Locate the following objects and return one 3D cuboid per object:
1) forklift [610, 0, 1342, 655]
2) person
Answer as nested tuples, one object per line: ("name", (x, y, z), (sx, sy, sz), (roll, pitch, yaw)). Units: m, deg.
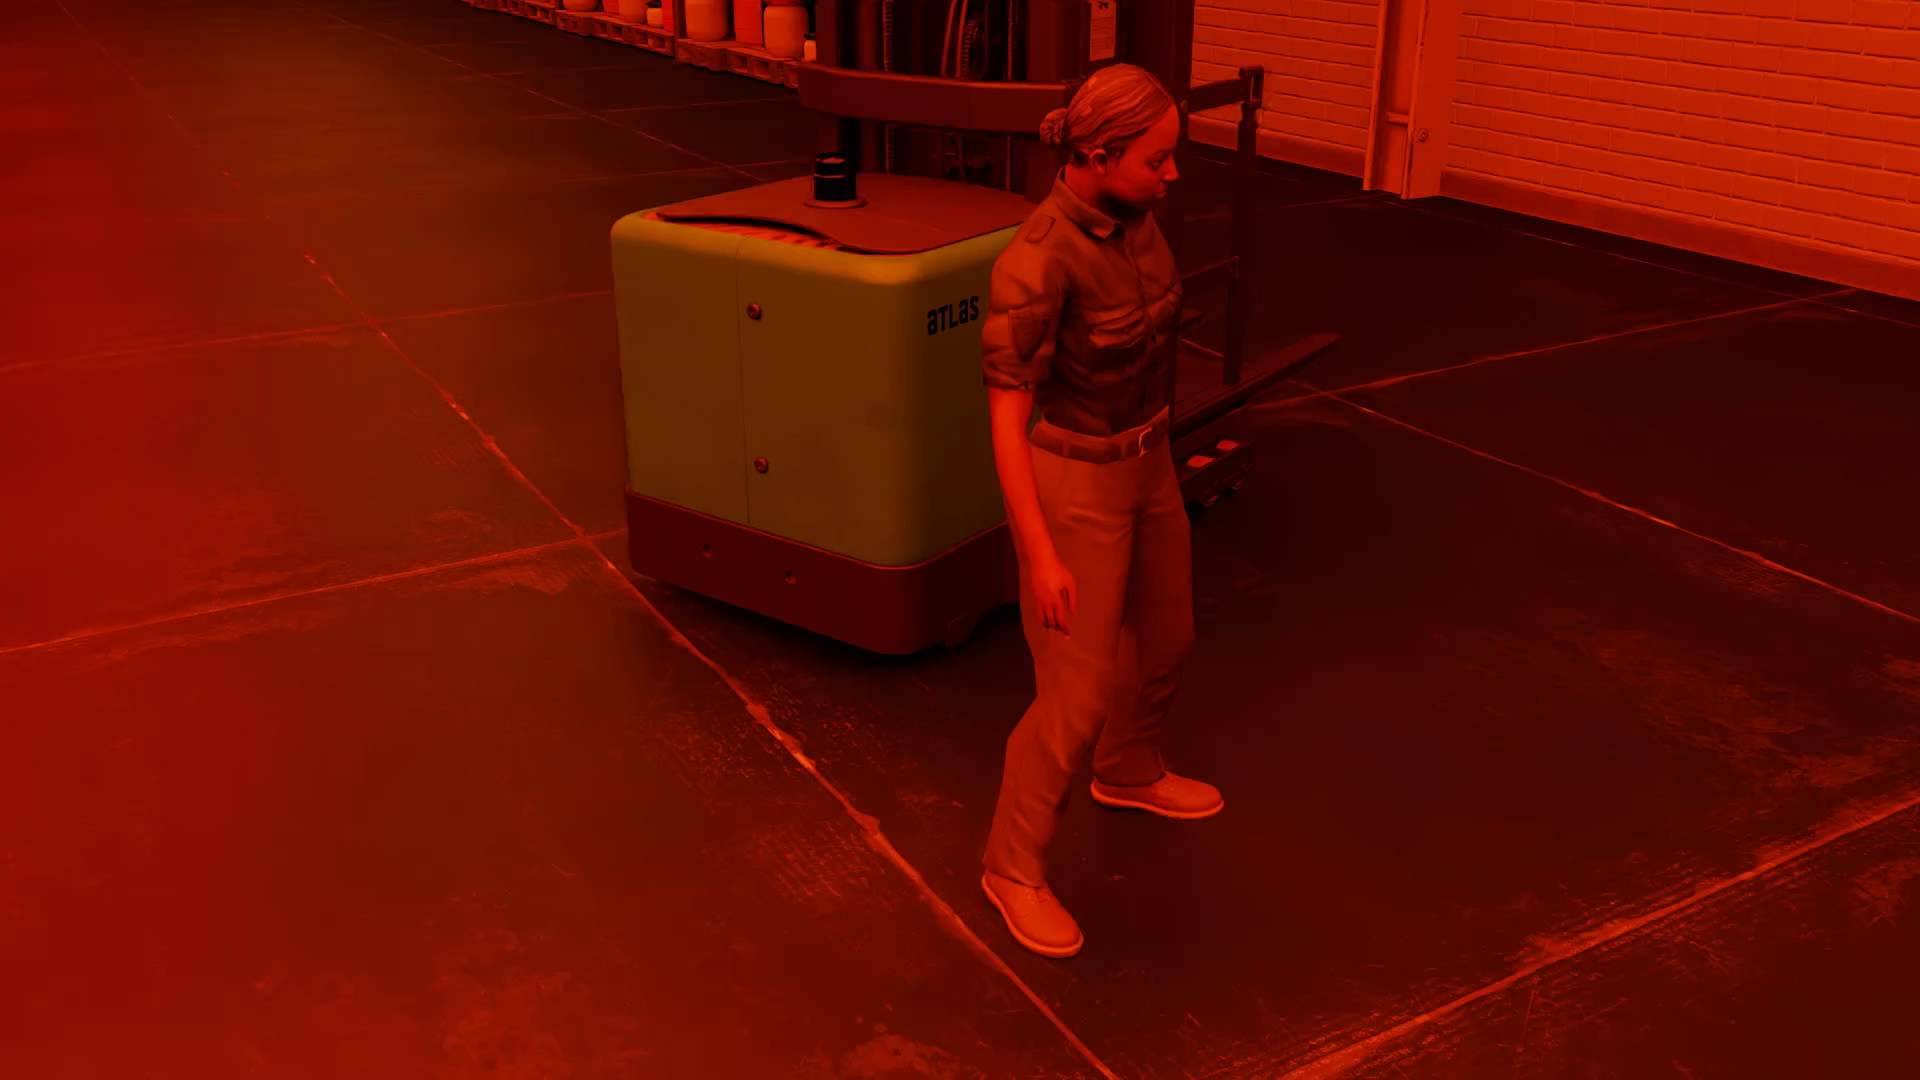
("forklift", (0.331, -1.561, 5.079), (1.130, 2.935, 3.031), (16, 27, 33))
("person", (0.265, -0.075, 3.182), (0.304, 1.637, 0.757), (15, 26, 32))
